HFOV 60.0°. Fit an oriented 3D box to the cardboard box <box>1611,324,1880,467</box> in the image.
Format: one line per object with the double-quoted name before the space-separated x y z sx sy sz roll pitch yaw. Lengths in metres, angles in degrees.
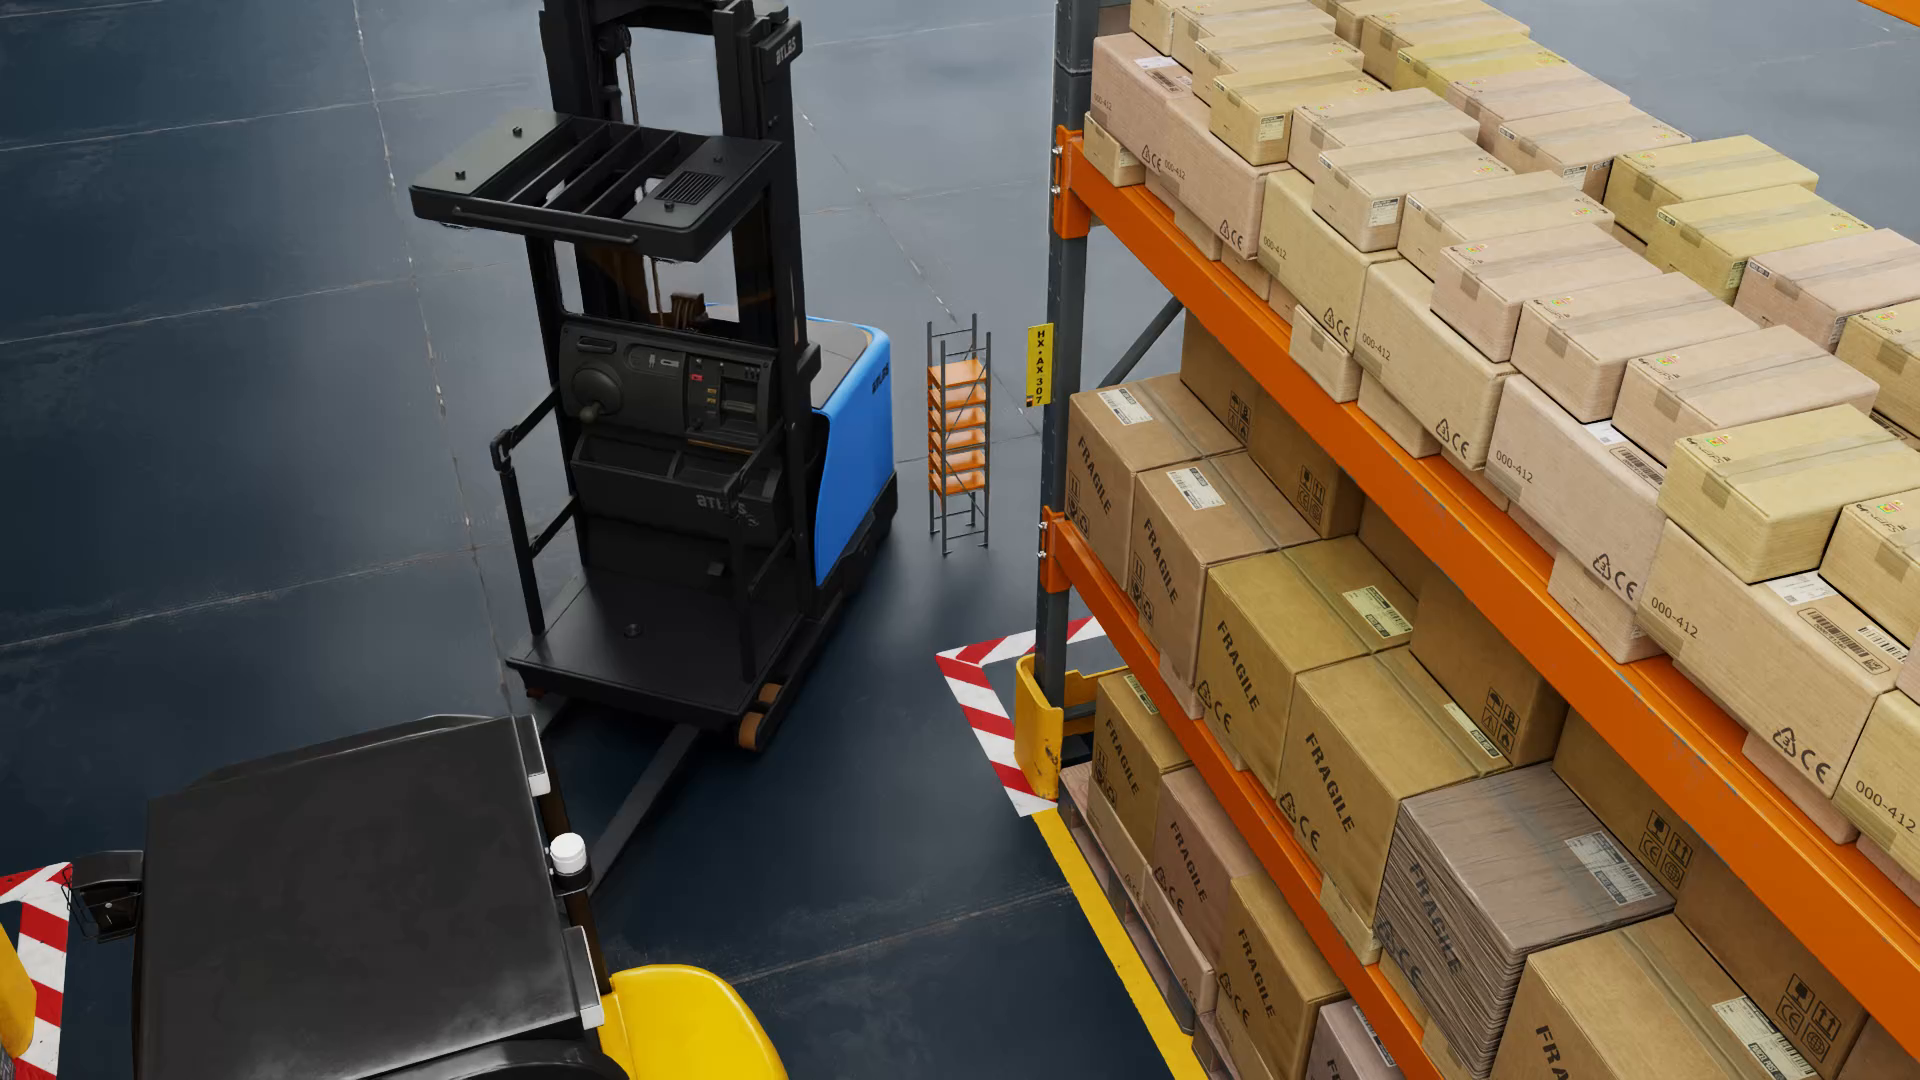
"cardboard box" 1.482 -0.256 3.149 0.380 0.149 0.250 -13 39 -17

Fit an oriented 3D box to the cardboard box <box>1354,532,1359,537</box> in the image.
"cardboard box" 1.406 -0.005 5.433 0.500 0.500 0.500 -12 39 -16

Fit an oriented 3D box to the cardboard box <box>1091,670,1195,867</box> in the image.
"cardboard box" 0.819 0.777 6.038 0.500 0.500 0.500 -14 39 -17

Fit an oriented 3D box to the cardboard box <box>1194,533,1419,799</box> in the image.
"cardboard box" 1.053 0.366 4.941 0.500 0.500 0.500 -13 39 -17

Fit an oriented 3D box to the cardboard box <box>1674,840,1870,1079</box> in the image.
"cardboard box" 2.066 0.735 3.619 0.700 0.500 0.500 -12 39 -16

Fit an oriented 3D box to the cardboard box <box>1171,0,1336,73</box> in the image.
"cardboard box" 0.825 -1.414 4.687 0.380 0.149 0.250 -13 39 -16

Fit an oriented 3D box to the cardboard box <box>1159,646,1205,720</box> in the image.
"cardboard box" 0.874 0.414 5.415 0.380 0.149 0.250 -12 39 -15

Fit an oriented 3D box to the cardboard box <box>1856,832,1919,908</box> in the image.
"cardboard box" 1.770 0.506 2.801 0.380 0.149 0.250 -12 39 -15

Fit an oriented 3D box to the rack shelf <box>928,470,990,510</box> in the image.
"rack shelf" -0.005 -0.260 8.071 0.258 0.103 0.180 -12 39 -16

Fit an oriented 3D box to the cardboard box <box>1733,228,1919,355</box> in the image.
"cardboard box" 1.867 -0.506 3.482 0.380 0.149 0.250 -13 39 -17

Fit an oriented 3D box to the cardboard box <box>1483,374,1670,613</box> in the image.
"cardboard box" 1.427 -0.147 3.337 0.500 0.250 0.500 -13 39 -17

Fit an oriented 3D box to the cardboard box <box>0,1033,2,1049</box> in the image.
"cardboard box" -3.409 1.781 5.329 0.500 0.250 0.500 -12 39 -16

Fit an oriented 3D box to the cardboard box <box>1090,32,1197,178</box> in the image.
"cardboard box" 0.715 -1.298 4.864 0.500 0.250 0.500 -13 39 -17

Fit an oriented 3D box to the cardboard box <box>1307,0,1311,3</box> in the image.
"cardboard box" 1.186 -1.666 5.022 0.380 0.149 0.250 -12 39 -16

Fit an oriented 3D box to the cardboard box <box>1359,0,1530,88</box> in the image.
"cardboard box" 1.344 -1.372 4.632 0.380 0.149 0.250 -13 39 -16

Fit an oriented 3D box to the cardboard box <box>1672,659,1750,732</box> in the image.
"cardboard box" 1.616 0.213 3.189 0.380 0.149 0.250 -14 39 -17

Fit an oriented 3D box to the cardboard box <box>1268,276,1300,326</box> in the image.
"cardboard box" 1.038 -0.653 4.339 0.380 0.149 0.250 -14 39 -17

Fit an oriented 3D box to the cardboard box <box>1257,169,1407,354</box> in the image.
"cardboard box" 1.080 -0.724 4.103 0.500 0.250 0.500 -11 38 -15

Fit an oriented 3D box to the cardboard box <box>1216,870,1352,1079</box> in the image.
"cardboard box" 1.168 1.357 5.268 0.500 0.500 0.500 -12 39 -15

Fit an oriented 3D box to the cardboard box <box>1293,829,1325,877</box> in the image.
"cardboard box" 1.205 0.846 4.843 0.380 0.149 0.250 -13 39 -17

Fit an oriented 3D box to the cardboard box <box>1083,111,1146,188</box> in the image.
"cardboard box" 0.602 -1.223 5.096 0.380 0.149 0.250 -12 39 -16

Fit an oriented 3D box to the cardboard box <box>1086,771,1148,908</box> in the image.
"cardboard box" 0.810 1.064 6.281 0.500 0.250 0.500 -13 39 -16

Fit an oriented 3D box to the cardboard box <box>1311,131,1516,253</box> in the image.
"cardboard box" 1.058 -0.818 3.896 0.380 0.149 0.250 -11 38 -15

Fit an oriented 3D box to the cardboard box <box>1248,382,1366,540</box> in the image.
"cardboard box" 1.340 -0.407 5.136 0.700 0.500 0.500 -12 39 -16

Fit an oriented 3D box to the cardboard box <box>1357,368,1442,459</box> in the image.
"cardboard box" 1.179 -0.353 3.942 0.380 0.149 0.250 -13 39 -17

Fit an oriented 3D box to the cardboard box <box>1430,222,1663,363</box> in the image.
"cardboard box" 1.232 -0.526 3.509 0.380 0.149 0.250 -12 39 -15

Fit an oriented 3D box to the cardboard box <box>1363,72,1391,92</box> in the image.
"cardboard box" 1.381 -1.116 4.623 0.500 0.250 0.500 -13 39 -17

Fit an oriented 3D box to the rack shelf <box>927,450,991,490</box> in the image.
"rack shelf" -0.005 -0.356 7.999 0.258 0.103 0.180 -12 39 -16

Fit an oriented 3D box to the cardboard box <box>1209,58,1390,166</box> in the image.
"cardboard box" 0.869 -1.103 4.274 0.380 0.149 0.250 -13 39 -16

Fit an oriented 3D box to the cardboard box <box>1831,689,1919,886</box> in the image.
"cardboard box" 1.763 0.428 2.573 0.500 0.250 0.500 -13 39 -16

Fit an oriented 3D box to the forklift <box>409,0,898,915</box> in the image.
"forklift" -1.256 -0.551 6.546 1.130 2.935 3.031 11 38 14

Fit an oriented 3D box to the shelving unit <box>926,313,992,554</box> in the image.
"shelving unit" -0.005 -0.487 7.900 0.258 1.200 0.189 -12 39 -16

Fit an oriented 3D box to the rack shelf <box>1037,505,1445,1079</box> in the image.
"rack shelf" 1.481 1.037 4.978 1.077 0.370 4.000 -12 39 -16

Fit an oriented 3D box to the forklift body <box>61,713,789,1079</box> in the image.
"forklift body" -1.501 1.682 4.229 2.313 2.155 1.214 -12 39 -16

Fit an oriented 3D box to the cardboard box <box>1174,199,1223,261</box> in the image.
"cardboard box" 0.835 -0.936 4.716 0.380 0.149 0.250 -11 38 -15

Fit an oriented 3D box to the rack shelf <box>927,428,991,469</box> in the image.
"rack shelf" -0.005 -0.452 7.927 0.258 0.103 0.180 -12 39 -16

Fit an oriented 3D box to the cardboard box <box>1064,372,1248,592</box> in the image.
"cardboard box" 0.695 -0.214 5.710 0.500 0.500 0.500 -13 39 -17

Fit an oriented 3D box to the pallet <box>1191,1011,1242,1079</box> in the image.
"pallet" 1.481 1.931 5.511 1.003 0.211 1.213 -12 39 -16

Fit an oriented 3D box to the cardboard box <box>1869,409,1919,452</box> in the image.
"cardboard box" 1.928 -0.258 3.483 0.500 0.250 0.500 -12 39 -16

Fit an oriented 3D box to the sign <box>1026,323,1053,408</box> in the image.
"sign" 0.283 -0.613 5.851 0.100 0.325 0.005 -12 39 -16

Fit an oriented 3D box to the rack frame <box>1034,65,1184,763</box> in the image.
"rack frame" 0.792 -0.380 6.261 1.000 3.000 0.127 -12 39 -16

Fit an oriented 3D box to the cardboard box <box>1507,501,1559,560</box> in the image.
"cardboard box" 1.423 -0.081 3.581 0.380 0.149 0.250 -12 39 -15

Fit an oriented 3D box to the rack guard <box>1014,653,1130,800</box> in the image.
"rack guard" 0.818 0.662 6.956 1.175 0.500 0.348 -12 39 -16

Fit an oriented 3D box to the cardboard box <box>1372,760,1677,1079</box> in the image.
"cardboard box" 1.416 0.940 4.179 0.500 0.500 0.500 -11 38 -15

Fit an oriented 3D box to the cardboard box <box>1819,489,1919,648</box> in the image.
"cardboard box" 1.688 0.033 2.766 0.380 0.149 0.250 -12 38 -15

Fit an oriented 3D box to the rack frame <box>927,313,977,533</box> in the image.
"rack frame" -0.036 -0.539 7.968 0.240 1.200 0.006 -12 39 -16

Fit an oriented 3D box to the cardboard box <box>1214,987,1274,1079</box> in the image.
"cardboard box" 1.178 1.659 5.490 0.500 0.250 0.500 -10 38 -13

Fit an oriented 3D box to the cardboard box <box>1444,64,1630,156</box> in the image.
"cardboard box" 1.460 -1.079 4.242 0.380 0.149 0.250 -12 39 -16

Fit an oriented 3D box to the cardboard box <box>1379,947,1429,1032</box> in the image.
"cardboard box" 1.359 1.138 4.455 0.380 0.149 0.250 -13 39 -17

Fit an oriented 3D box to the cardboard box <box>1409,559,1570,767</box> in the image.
"cardboard box" 1.654 0.170 4.370 0.700 0.500 0.500 -13 39 -16

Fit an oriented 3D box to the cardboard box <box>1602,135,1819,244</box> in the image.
"cardboard box" 1.745 -0.807 3.881 0.380 0.149 0.250 -11 38 -15
